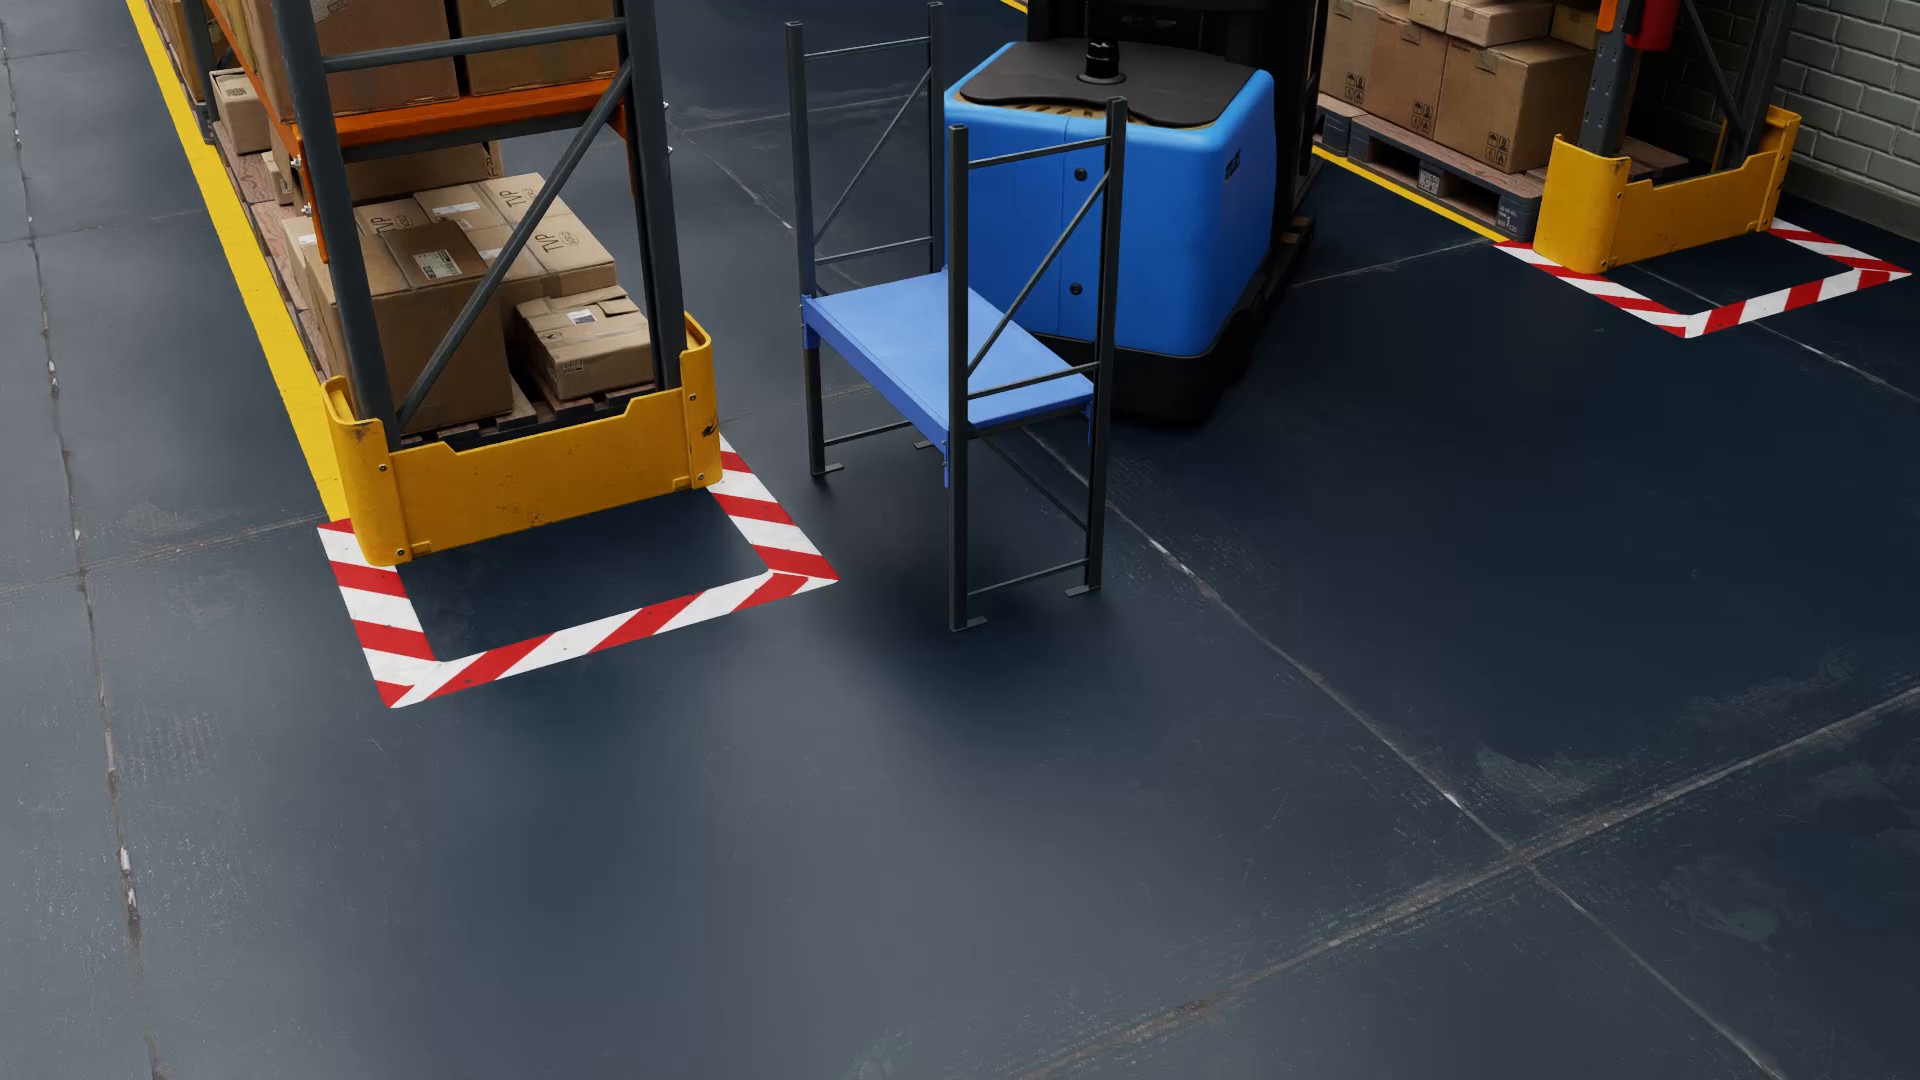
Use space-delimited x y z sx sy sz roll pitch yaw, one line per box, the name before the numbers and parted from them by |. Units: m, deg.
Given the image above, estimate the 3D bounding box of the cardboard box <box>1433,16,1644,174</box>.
cardboard box | 2.631 -2.041 7.583 0.700 0.500 0.500 -16 36 -23

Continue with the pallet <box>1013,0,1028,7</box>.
pallet | 0.754 -3.692 10.817 1.003 0.211 1.213 -16 36 -23

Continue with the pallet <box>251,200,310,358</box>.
pallet | -2.308 -1.184 6.902 1.003 0.211 1.213 -16 36 -23

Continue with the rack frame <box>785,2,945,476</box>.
rack frame | -0.277 -0.915 5.288 0.500 1.500 0.032 -16 36 -23

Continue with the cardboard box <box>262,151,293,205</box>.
cardboard box | -2.783 -1.596 7.180 0.380 0.166 0.250 -16 36 -23

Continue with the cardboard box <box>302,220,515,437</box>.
cardboard box | -1.806 -0.690 5.456 0.500 0.500 0.500 -16 36 -23

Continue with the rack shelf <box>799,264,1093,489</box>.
rack shelf | -0.040 -0.521 5.006 0.538 0.185 1.000 -16 36 -23

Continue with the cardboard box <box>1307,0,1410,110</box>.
cardboard box | 2.162 -2.520 8.330 0.700 0.500 0.500 -17 36 -25

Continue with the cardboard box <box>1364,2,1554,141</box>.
cardboard box | 2.397 -2.280 7.956 0.700 0.500 0.500 -16 36 -23

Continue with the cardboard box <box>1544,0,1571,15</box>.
cardboard box | 2.629 -2.546 7.771 0.380 0.149 0.250 -16 36 -23

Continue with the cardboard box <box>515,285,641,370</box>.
cardboard box | -1.343 -0.758 5.871 0.380 0.166 0.250 -16 36 -23

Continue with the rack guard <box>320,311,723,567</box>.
rack guard | -1.370 -0.344 5.323 1.175 0.500 0.348 -16 36 -23

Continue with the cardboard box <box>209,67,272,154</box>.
cardboard box | -3.196 -2.067 7.781 0.500 0.311 0.500 -16 36 -23

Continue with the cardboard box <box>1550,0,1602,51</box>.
cardboard box | 2.866 -2.305 7.394 0.380 0.149 0.250 -16 36 -23

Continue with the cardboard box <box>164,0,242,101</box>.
cardboard box | -3.684 -2.565 8.383 0.500 0.500 0.500 -16 36 -23

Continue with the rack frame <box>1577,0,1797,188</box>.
rack frame | 3.046 -2.608 6.540 1.000 3.000 0.127 -16 36 -23

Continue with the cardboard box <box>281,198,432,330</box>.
cardboard box | -2.223 -1.046 6.243 0.500 0.250 0.500 -16 36 -23

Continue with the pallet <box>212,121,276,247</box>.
pallet | -2.881 -1.767 7.812 1.003 0.211 1.213 -16 36 -23

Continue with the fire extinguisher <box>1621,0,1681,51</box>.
fire extinguisher | 2.708 -2.230 6.368 0.296 0.674 0.183 -16 36 -23

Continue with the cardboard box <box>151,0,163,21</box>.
cardboard box | -4.379 -3.285 9.506 0.500 0.500 0.500 -17 36 -25

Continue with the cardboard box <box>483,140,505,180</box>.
cardboard box | -2.334 -1.764 7.307 0.500 0.311 0.500 -16 36 -23

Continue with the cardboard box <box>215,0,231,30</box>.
cardboard box | -2.257 -2.034 5.551 0.500 0.500 0.500 -16 36 -23

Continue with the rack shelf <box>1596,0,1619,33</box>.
rack shelf | 2.113 -3.259 8.224 1.077 0.370 4.000 -16 36 -23

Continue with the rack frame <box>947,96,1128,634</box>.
rack frame | 0.197 -0.430 4.530 0.500 1.500 0.032 -16 36 -23

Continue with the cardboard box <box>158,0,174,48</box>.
cardboard box | -4.140 -3.043 9.128 0.500 0.500 0.500 -15 36 -23

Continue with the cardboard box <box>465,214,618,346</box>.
cardboard box | -1.571 -0.957 6.104 0.500 0.250 0.500 -16 36 -23

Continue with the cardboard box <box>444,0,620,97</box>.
cardboard box | -1.309 -1.680 5.000 0.500 0.500 0.500 -15 36 -22

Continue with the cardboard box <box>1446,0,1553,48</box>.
cardboard box | 2.410 -2.330 7.432 0.380 0.149 0.250 -16 36 -24

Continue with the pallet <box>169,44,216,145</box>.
pallet | -3.613 -2.474 8.915 1.003 0.211 1.213 -16 36 -23

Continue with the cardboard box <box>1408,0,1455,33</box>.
cardboard box | 2.290 -2.452 7.622 0.380 0.149 0.250 -15 36 -22

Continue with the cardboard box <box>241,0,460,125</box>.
cardboard box | -1.785 -1.548 4.792 0.500 0.500 0.500 -15 35 -22

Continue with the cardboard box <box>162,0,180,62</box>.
cardboard box | -3.907 -2.803 8.754 0.500 0.500 0.500 -16 36 -23

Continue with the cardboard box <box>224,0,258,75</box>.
cardboard box | -2.030 -1.794 5.177 0.500 0.500 0.500 -16 36 -23

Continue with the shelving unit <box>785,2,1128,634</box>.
shelving unit | -0.040 -0.672 4.909 0.538 1.500 1.048 -16 36 -23

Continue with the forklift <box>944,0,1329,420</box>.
forklift | 0.888 -2.435 6.334 1.130 2.935 3.031 12 35 18

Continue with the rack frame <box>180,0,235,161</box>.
rack frame | -3.200 -3.269 7.572 1.000 3.000 0.127 -16 36 -23

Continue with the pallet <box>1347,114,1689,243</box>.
pallet | 2.604 -1.796 7.857 1.003 0.211 1.213 -16 36 -23

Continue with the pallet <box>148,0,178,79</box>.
pallet | -4.185 -3.057 9.825 1.003 0.211 1.213 -16 36 -23

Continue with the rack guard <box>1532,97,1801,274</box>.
rack guard | 3.057 -1.544 7.196 1.175 0.500 0.348 -16 36 -23

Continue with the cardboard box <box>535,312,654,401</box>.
cardboard box | -1.226 -0.631 5.690 0.380 0.149 0.250 -16 36 -23

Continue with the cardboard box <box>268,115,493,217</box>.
cardboard box | -2.319 -1.508 6.729 0.797 0.503 0.637 -16 36 -23

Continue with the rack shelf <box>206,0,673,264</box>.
rack shelf | -2.267 -2.012 6.276 1.077 0.370 4.000 -16 36 -23

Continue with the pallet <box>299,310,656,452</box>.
pallet | -1.743 -0.602 5.995 1.003 0.211 1.213 -16 36 -23

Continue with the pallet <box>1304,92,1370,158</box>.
pallet | 2.039 -2.377 8.765 1.003 0.211 1.213 -16 36 -23

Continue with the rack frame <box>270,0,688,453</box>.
rack frame | -1.335 -1.360 4.592 1.000 3.000 0.127 -16 36 -23

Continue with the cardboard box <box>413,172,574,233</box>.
cardboard box | -1.804 -1.196 6.477 0.500 0.250 0.500 -16 36 -23

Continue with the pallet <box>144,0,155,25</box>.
pallet | -4.750 -3.638 10.733 1.003 0.211 1.213 -16 36 -23
